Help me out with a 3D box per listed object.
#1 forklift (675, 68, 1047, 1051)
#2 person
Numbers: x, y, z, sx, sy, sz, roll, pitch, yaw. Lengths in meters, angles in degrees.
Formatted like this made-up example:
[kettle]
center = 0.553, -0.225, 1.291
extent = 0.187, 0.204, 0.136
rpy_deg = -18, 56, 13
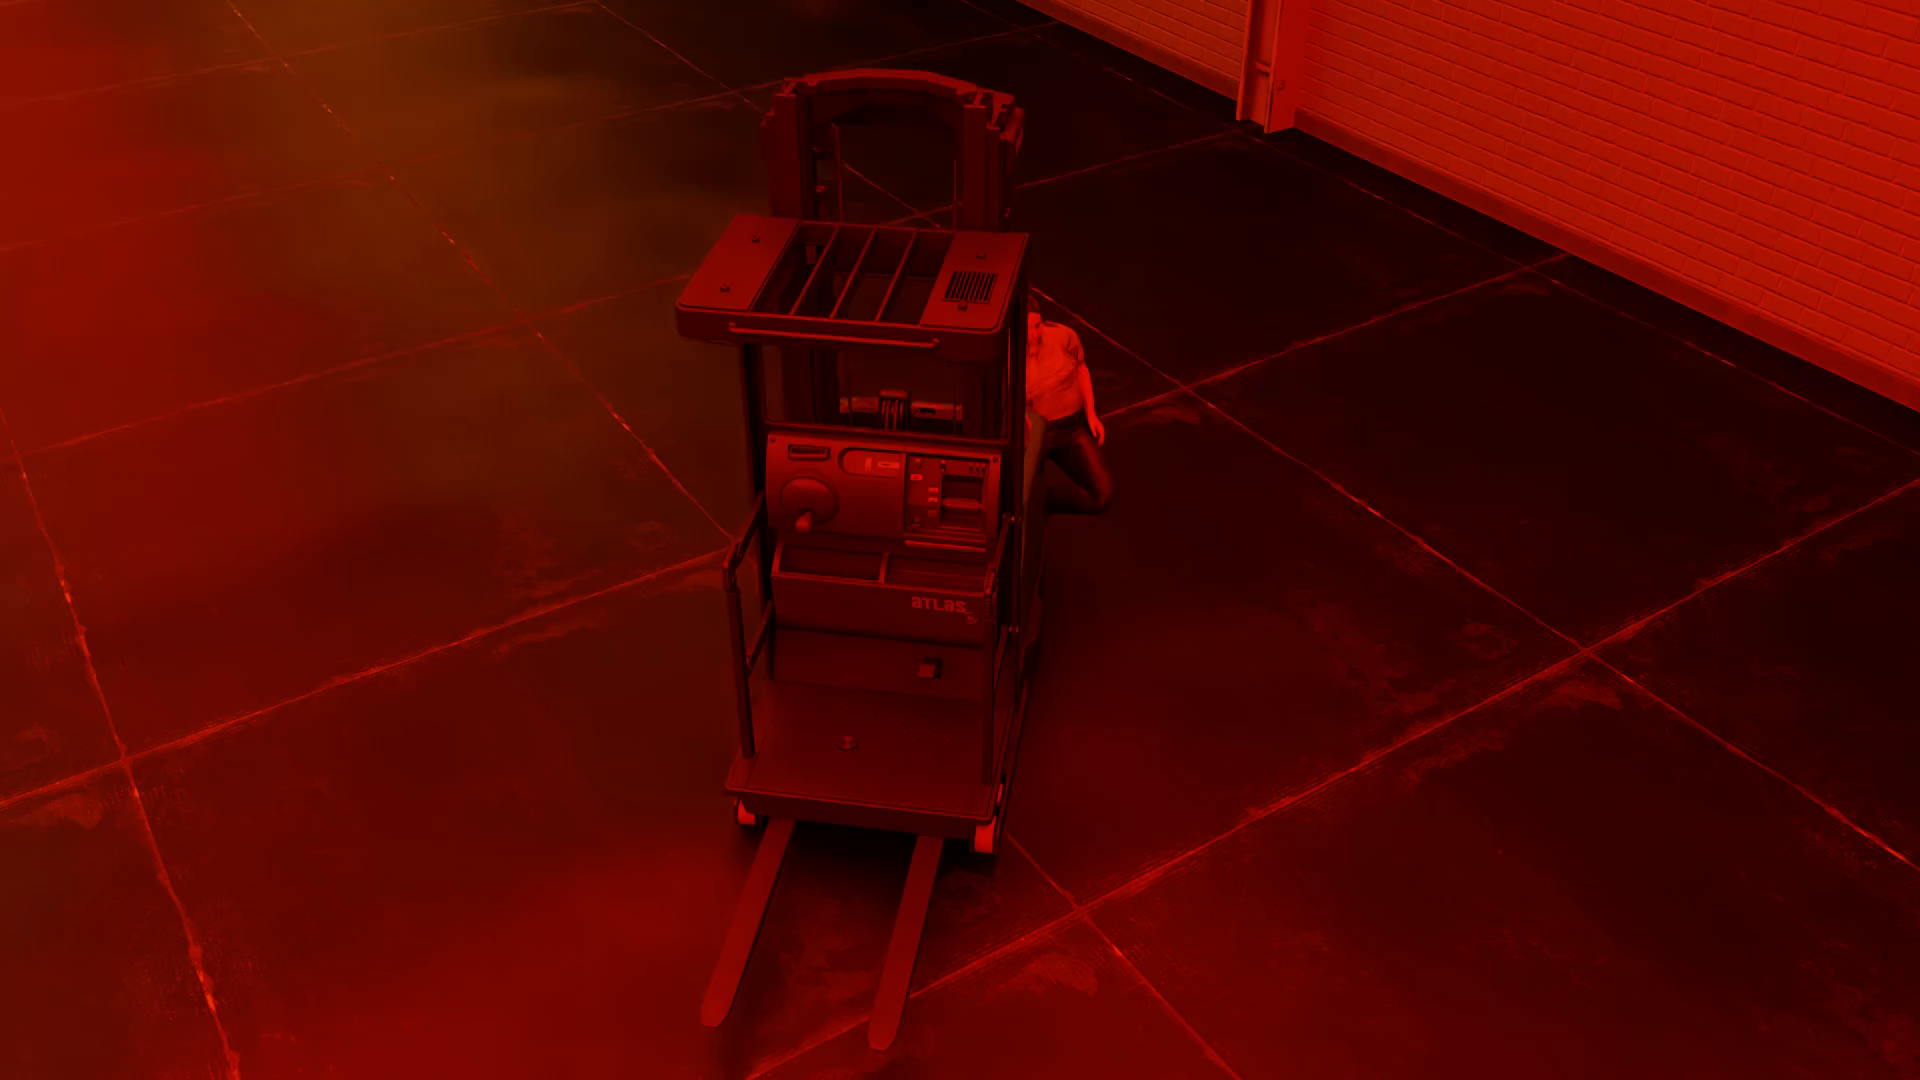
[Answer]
[forklift]
center = -0.336, -0.131, 6.334
extent = 1.130, 2.935, 3.031
rpy_deg = 5, 35, 8
[person]
center = 0.357, -0.474, 7.961
extent = 0.762, 1.402, 0.620
rpy_deg = -13, 37, -18
